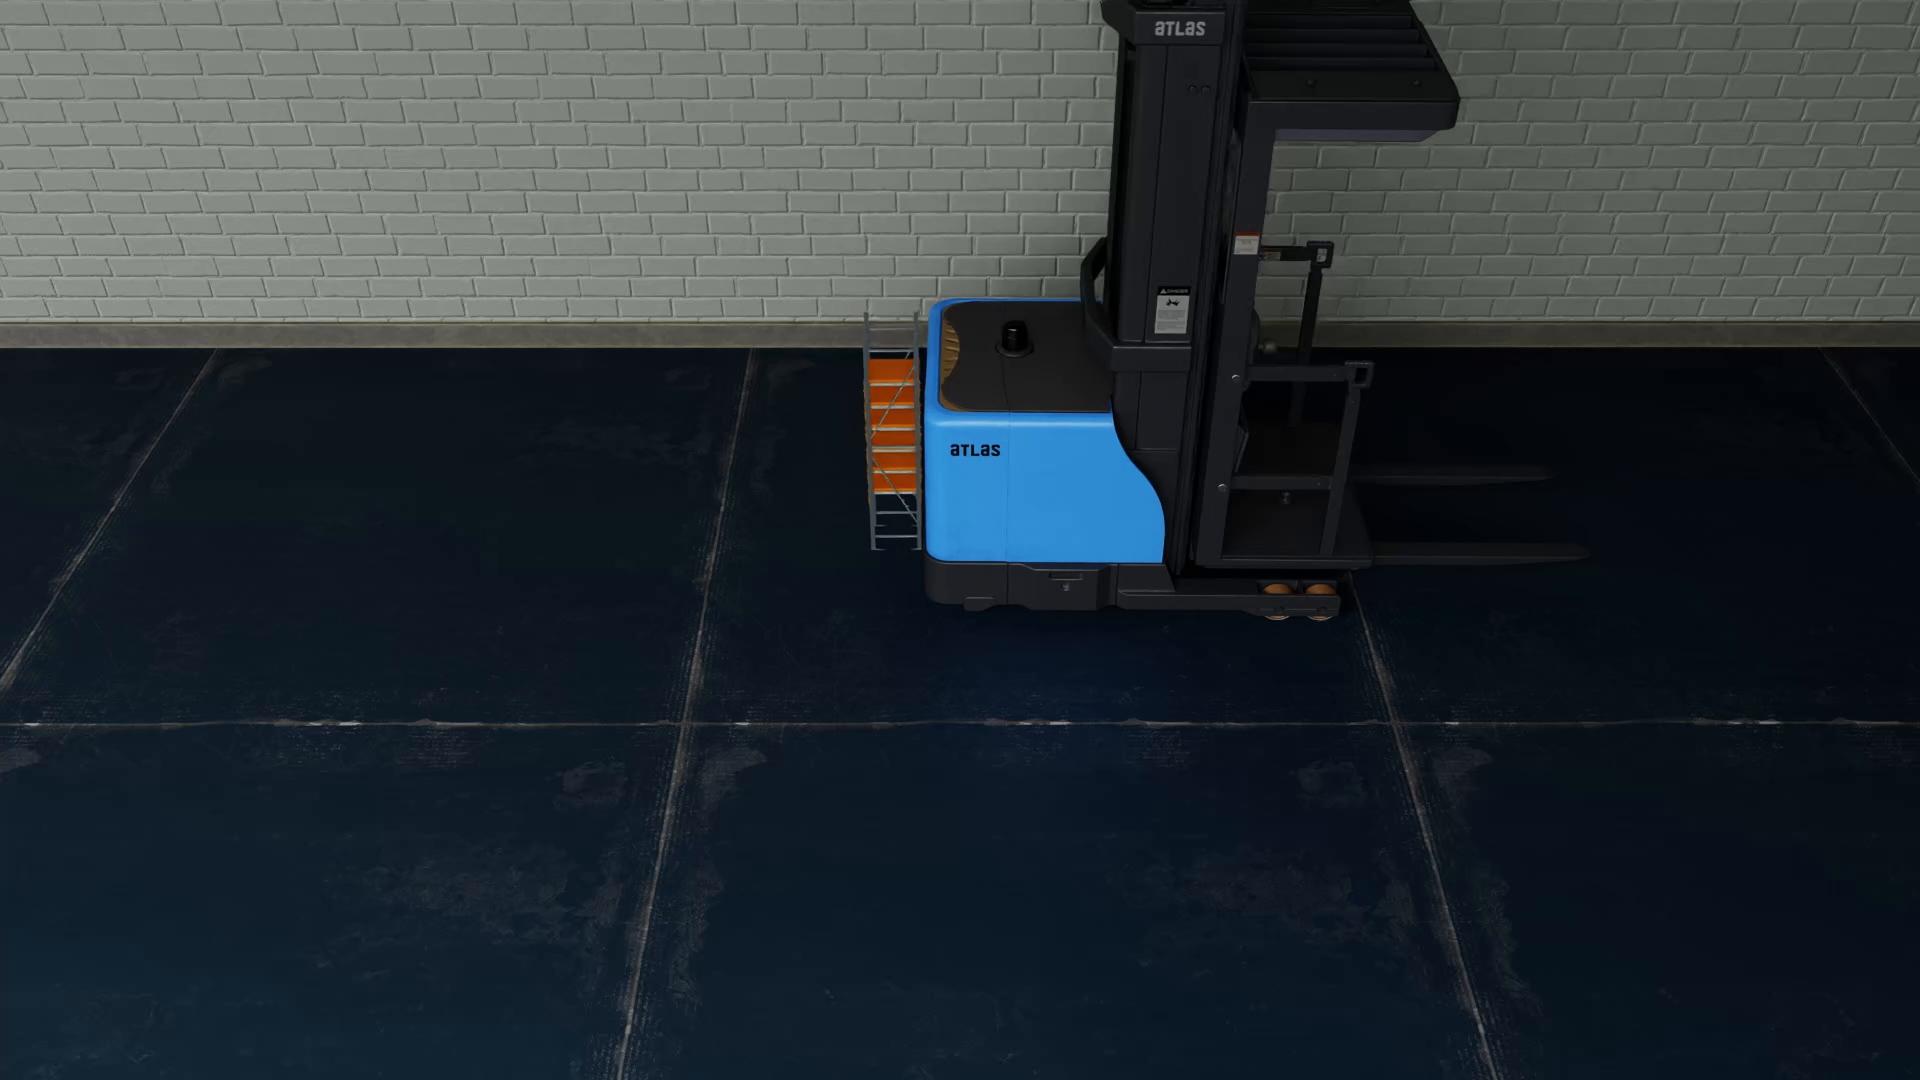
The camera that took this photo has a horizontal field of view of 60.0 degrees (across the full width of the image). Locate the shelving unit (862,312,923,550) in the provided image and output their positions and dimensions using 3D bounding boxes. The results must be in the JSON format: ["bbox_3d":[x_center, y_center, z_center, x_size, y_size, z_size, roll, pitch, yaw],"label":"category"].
[{"bbox_3d":[-0.303,-0.479,7.634,0.258,1.200,0.189,0,39,-1],"label":"shelving unit"}]

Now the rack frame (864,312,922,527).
[{"bbox_3d":[-0.304,-0.536,7.705,0.240,1.200,0.006,0,39,-1],"label":"rack frame"}]

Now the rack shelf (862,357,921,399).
[{"bbox_3d":[-0.303,-0.725,7.437,0.258,0.103,0.180,0,39,-1],"label":"rack shelf"}]

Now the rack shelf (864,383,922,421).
[{"bbox_3d":[-0.303,-0.632,7.512,0.258,0.103,0.180,0,39,-1],"label":"rack shelf"}]

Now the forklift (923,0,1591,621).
[{"bbox_3d":[1.355,-1.116,7.044,3.031,2.935,1.130,0,39,0],"label":"forklift"}]

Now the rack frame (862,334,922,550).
[{"bbox_3d":[-0.302,-0.422,7.563,0.240,1.200,0.006,0,39,-1],"label":"rack frame"}]

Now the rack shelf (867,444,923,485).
[{"bbox_3d":[-0.303,-0.351,7.737,0.258,0.103,0.180,0,39,-1],"label":"rack shelf"}]

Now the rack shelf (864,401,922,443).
[{"bbox_3d":[-0.303,-0.538,7.587,0.258,0.103,0.180,0,39,-1],"label":"rack shelf"}]

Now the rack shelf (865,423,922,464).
[{"bbox_3d":[-0.303,-0.444,7.662,0.258,0.103,0.180,0,39,-1],"label":"rack shelf"}]

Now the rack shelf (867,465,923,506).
[{"bbox_3d":[-0.303,-0.257,7.812,0.258,0.103,0.180,0,39,-1],"label":"rack shelf"}]
